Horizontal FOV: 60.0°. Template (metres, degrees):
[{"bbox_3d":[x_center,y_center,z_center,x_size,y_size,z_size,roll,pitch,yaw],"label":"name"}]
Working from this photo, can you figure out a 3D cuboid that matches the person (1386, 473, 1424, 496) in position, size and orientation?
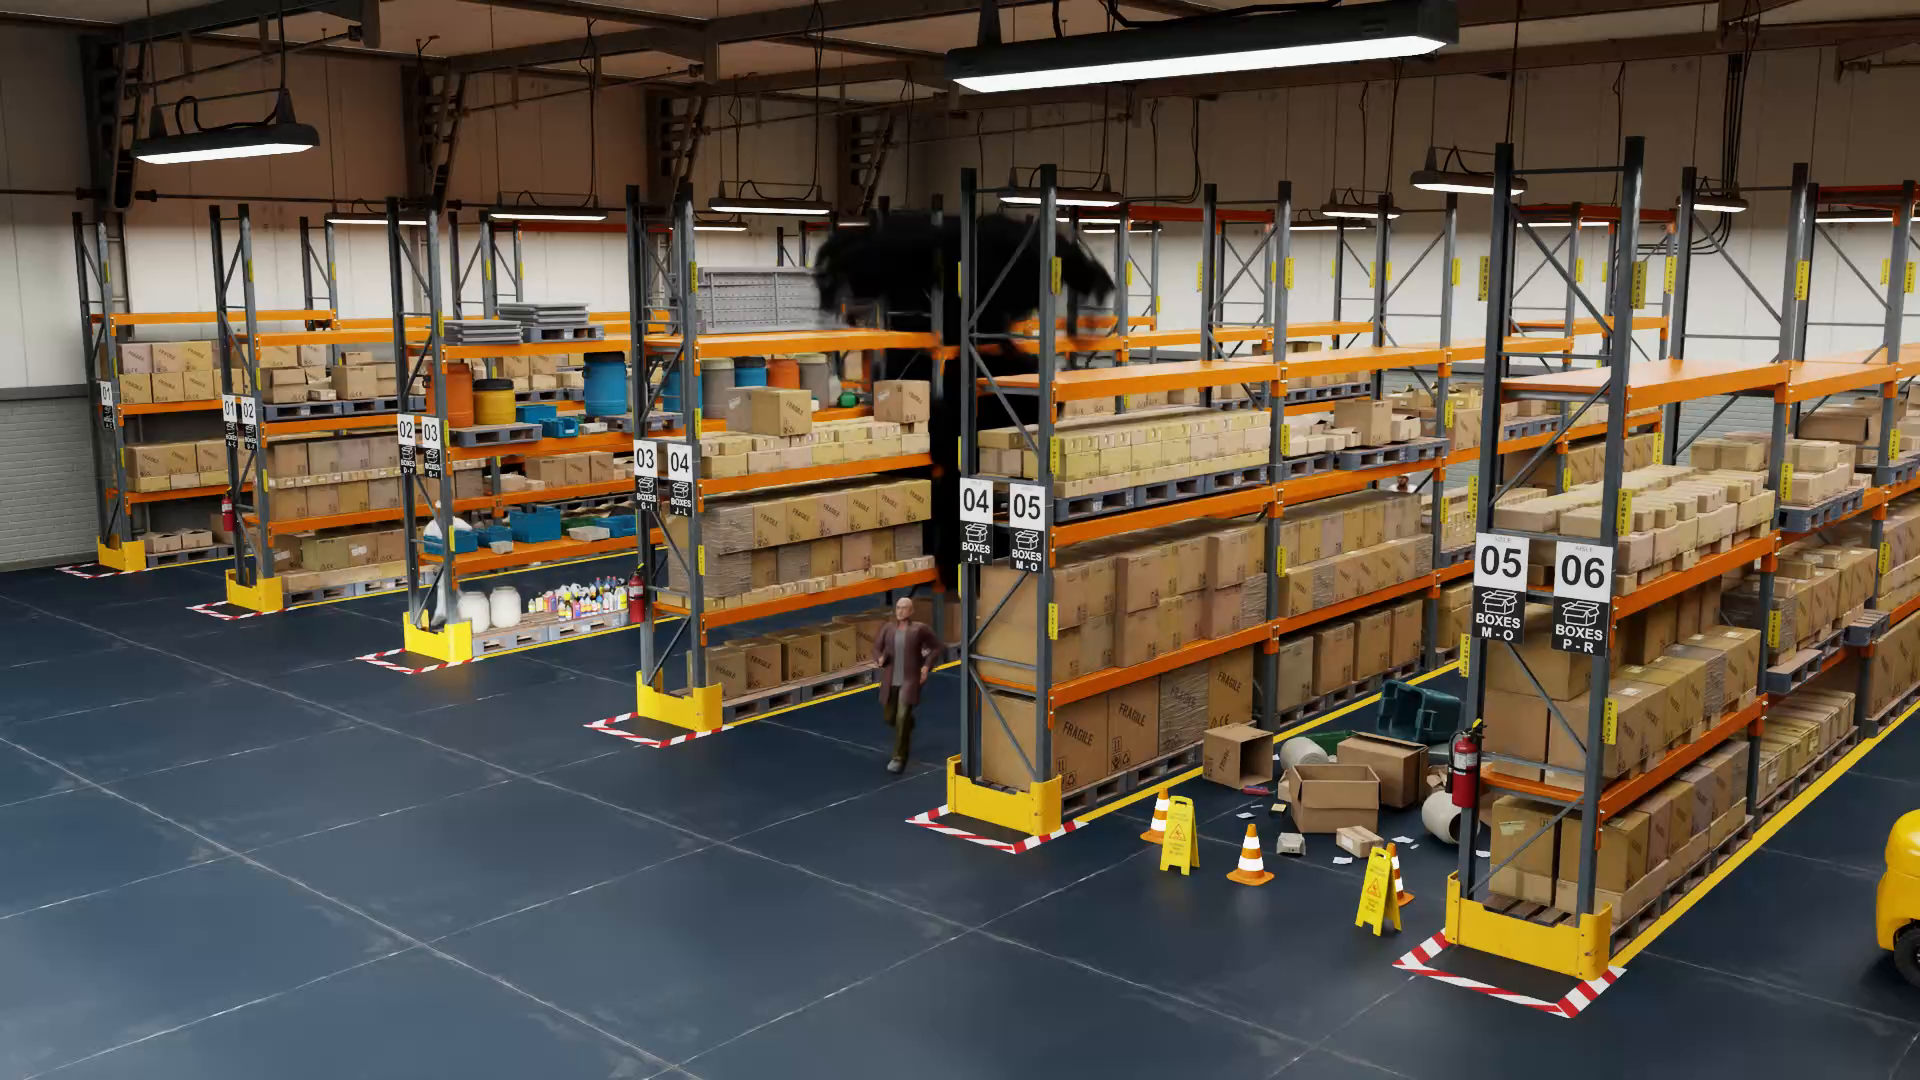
[{"bbox_3d":[7.289,-0.262,27.522,0.658,1.840,0.790,6,11,32],"label":"person"}]

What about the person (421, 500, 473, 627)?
[{"bbox_3d":[-7.444,0.291,24.050,0.741,1.792,0.899,5,11,26],"label":"person"}]

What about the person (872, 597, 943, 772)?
[{"bbox_3d":[-0.581,1.501,17.220,0.730,1.666,0.914,3,10,20],"label":"person"}]
